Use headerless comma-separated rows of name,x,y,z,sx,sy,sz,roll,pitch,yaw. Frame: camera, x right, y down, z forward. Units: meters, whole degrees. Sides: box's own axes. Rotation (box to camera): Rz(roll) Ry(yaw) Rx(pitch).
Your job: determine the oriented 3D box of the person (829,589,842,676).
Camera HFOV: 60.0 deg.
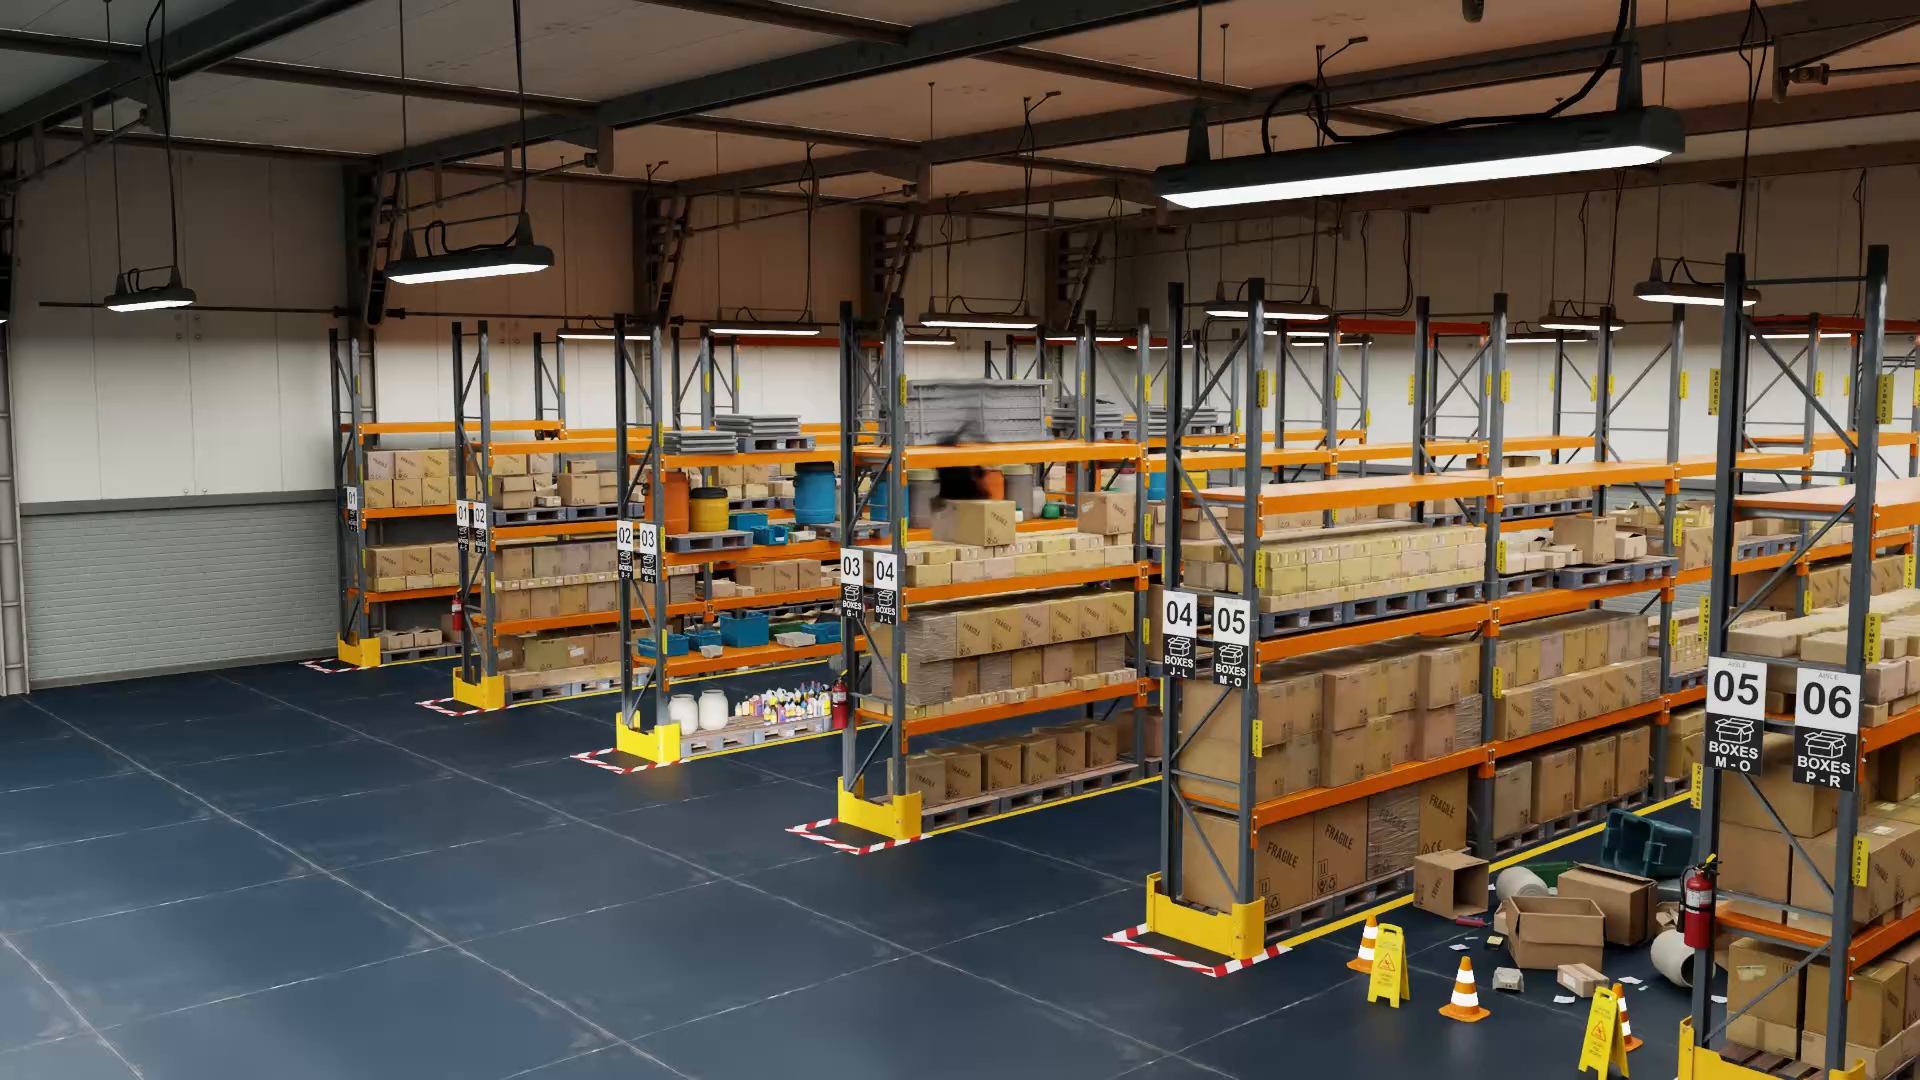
person,-1.844,1.660,26.777,0.647,1.758,0.653,-5,7,-39
